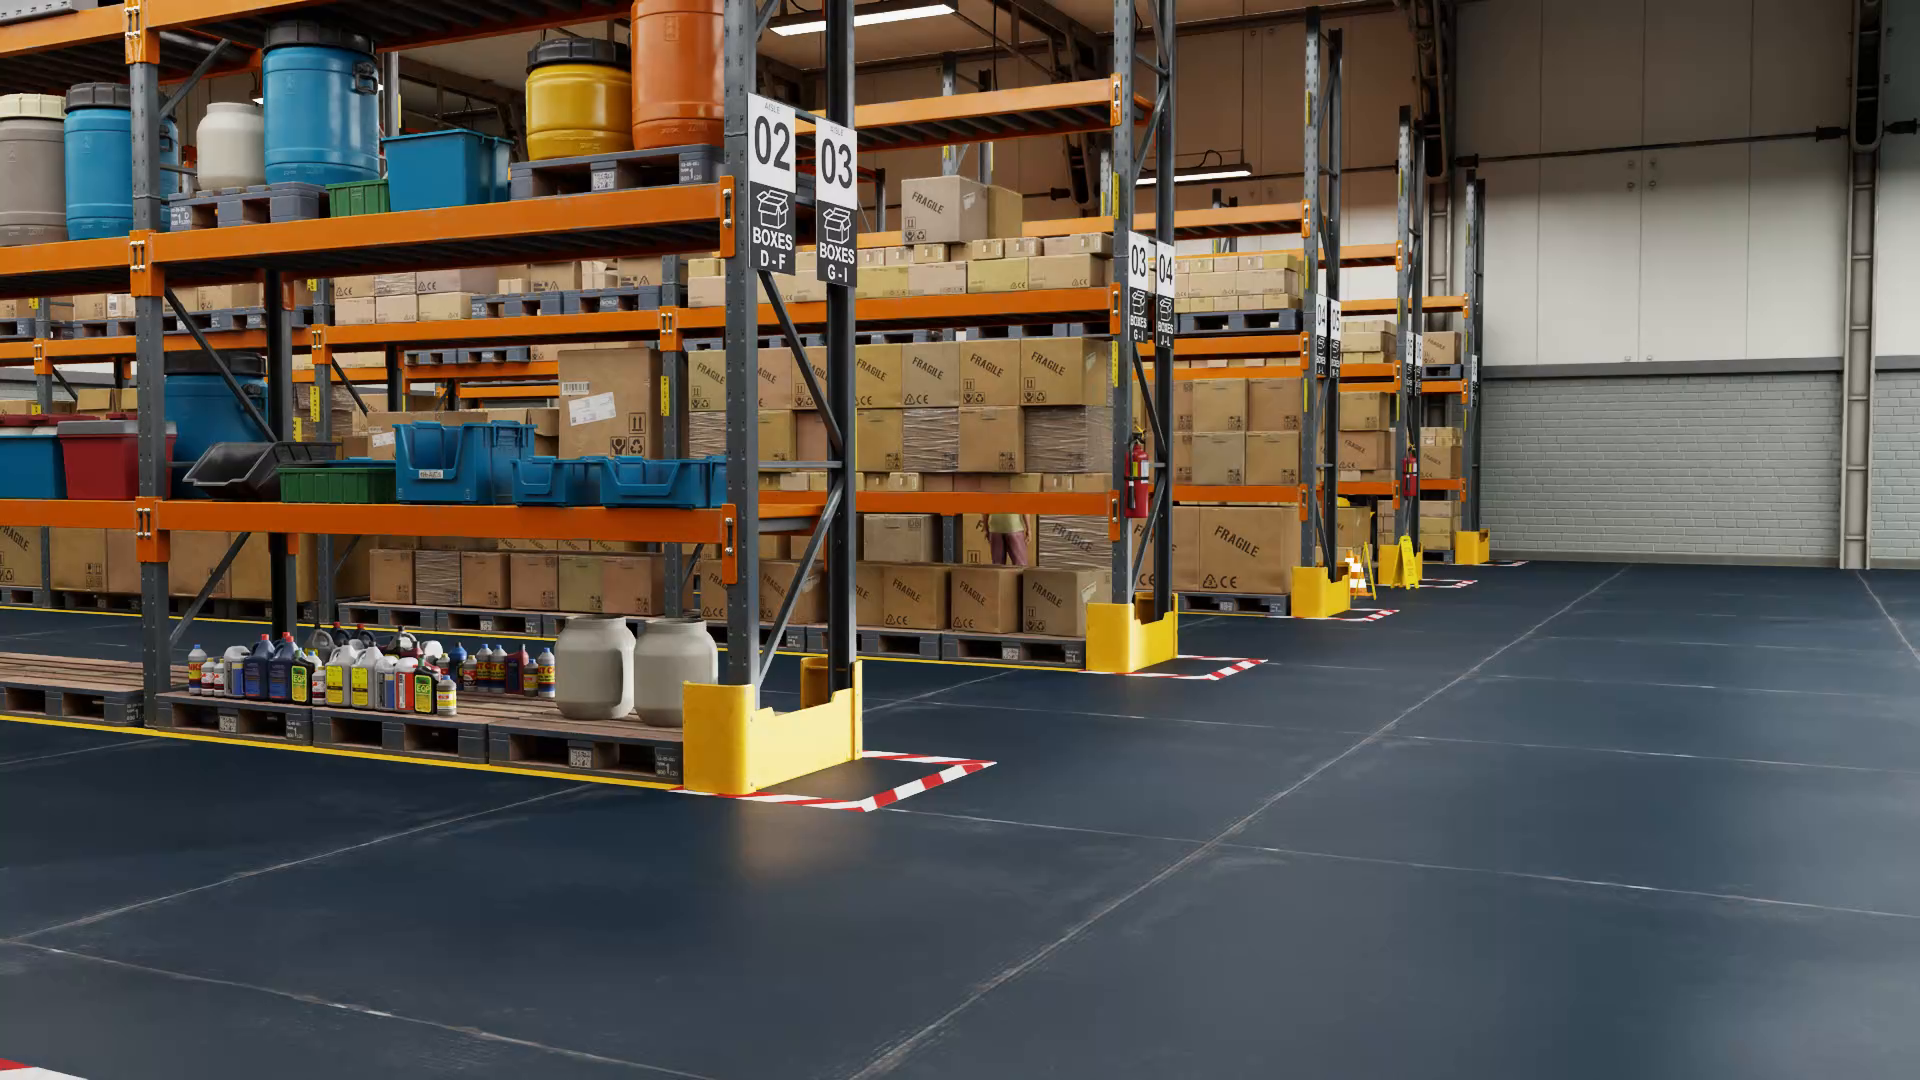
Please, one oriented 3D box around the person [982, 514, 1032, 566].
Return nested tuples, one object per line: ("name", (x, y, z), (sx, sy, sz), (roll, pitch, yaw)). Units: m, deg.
("person", (0.470, -0.062, 16.334), (0.501, 1.673, 0.354), (1, 3, 26))
